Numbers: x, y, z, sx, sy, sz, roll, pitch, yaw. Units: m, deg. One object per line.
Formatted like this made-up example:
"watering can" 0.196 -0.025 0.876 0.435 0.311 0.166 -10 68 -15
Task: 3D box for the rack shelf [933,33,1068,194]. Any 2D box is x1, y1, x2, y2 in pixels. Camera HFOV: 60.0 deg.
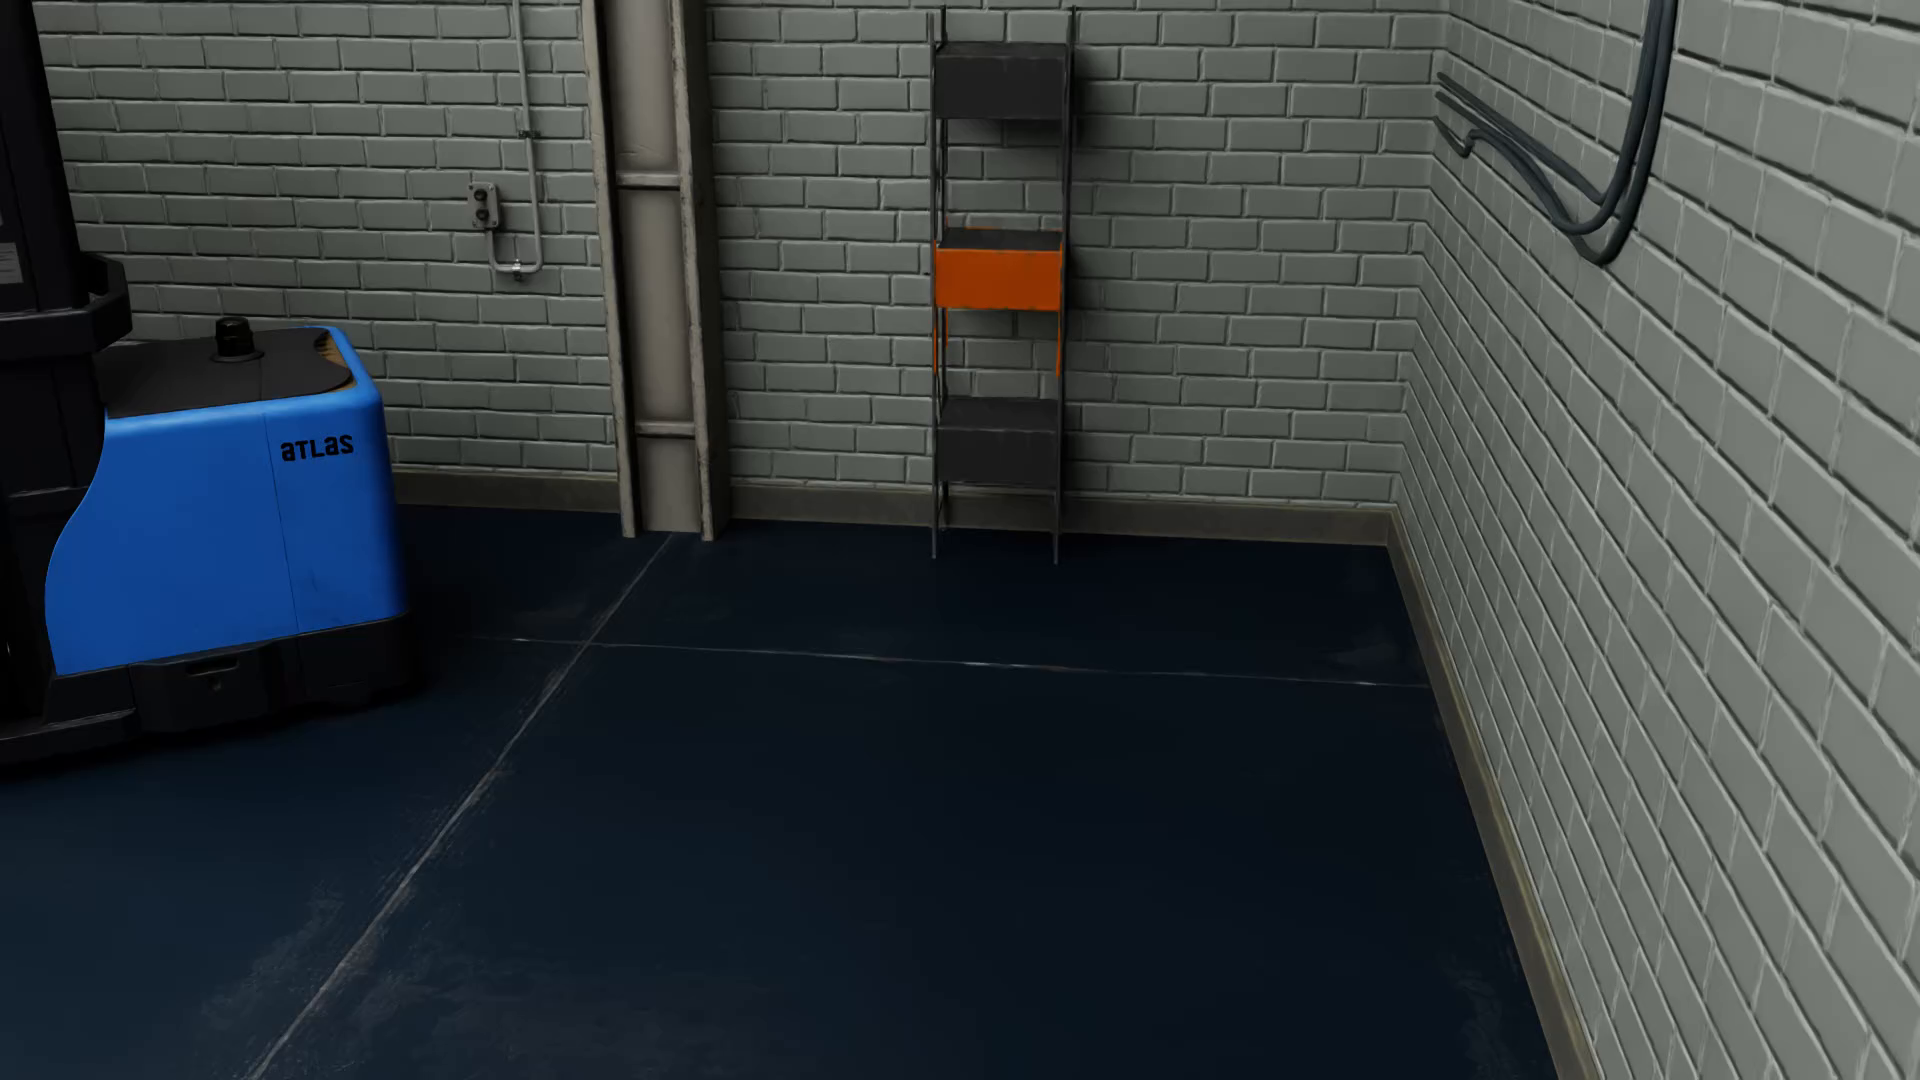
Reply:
"rack shelf" 0.162 -1.592 6.181 0.480 0.518 0.431 2 23 5

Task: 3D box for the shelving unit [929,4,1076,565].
"shelving unit" 0.161 -0.958 6.444 0.503 2.100 0.431 2 23 5

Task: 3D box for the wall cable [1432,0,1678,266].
"wall cable" 1.590 -2.227 4.556 0.112 2.526 3.097 2 22 6

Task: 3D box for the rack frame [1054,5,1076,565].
"rack frame" 0.404 -0.948 6.421 0.015 2.100 0.400 2 23 5

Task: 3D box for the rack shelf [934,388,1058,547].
"rack shelf" 0.160 -0.298 6.717 0.480 0.518 0.431 2 23 5

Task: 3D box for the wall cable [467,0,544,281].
"wall cable" -2.602 -2.018 6.584 1.851 1.984 0.084 2 22 6

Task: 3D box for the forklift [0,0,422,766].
"forklift" -3.372 -0.755 4.864 3.031 2.935 1.130 -10 24 -24

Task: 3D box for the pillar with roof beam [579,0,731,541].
"pillar with roof beam" -1.708 -2.673 1.462 0.400 9.000 9.100 2 22 6

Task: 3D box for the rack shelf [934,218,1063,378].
"rack shelf" 0.161 -0.945 6.449 0.480 0.518 0.431 2 23 5

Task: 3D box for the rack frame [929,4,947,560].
"rack frame" -0.082 -0.968 6.467 0.015 2.100 0.400 2 23 5
